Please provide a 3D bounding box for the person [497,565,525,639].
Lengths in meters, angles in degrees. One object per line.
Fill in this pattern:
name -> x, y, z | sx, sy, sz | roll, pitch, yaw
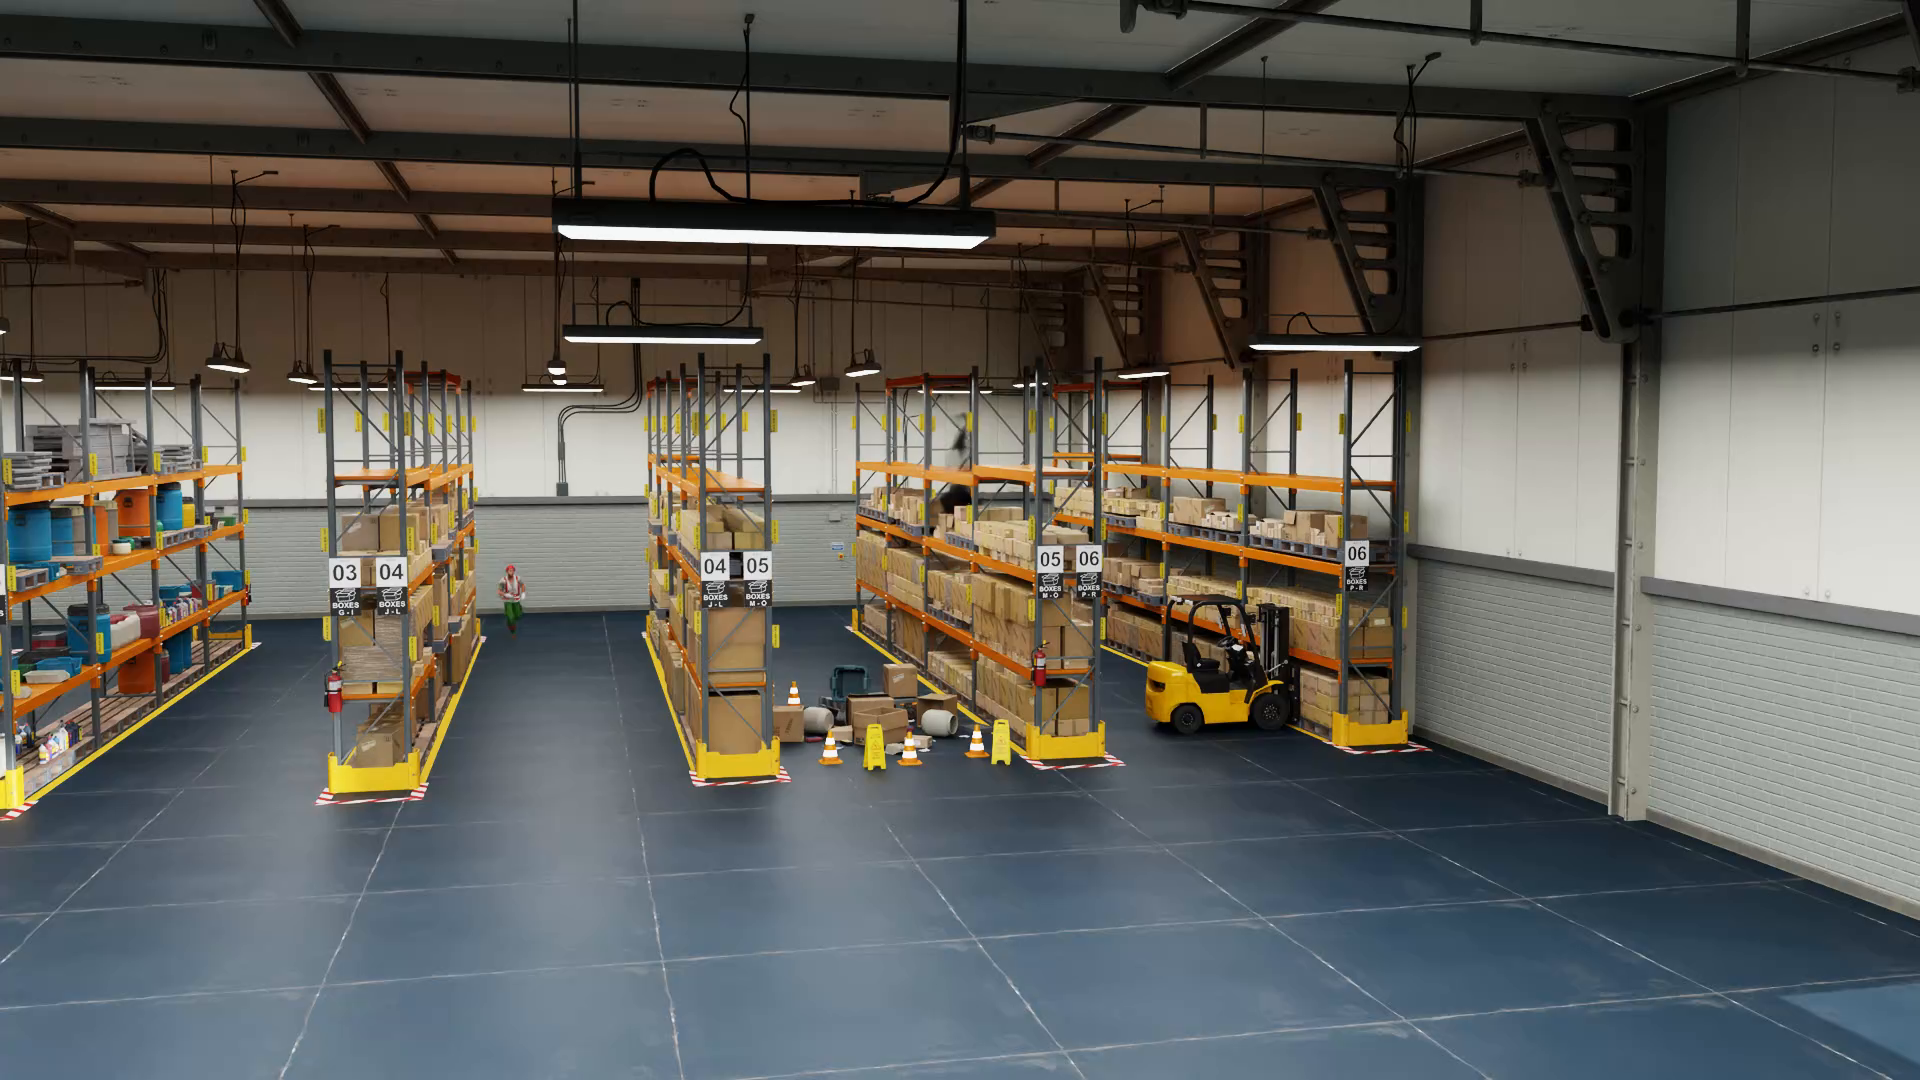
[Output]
person -> -10.452, 1.448, 38.842 | 0.707, 1.730, 0.680 | -3, 5, -32

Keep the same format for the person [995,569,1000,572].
person -> 0.918, 1.513, 38.392 | 0.628, 1.668, 0.969 | -3, 5, -37
